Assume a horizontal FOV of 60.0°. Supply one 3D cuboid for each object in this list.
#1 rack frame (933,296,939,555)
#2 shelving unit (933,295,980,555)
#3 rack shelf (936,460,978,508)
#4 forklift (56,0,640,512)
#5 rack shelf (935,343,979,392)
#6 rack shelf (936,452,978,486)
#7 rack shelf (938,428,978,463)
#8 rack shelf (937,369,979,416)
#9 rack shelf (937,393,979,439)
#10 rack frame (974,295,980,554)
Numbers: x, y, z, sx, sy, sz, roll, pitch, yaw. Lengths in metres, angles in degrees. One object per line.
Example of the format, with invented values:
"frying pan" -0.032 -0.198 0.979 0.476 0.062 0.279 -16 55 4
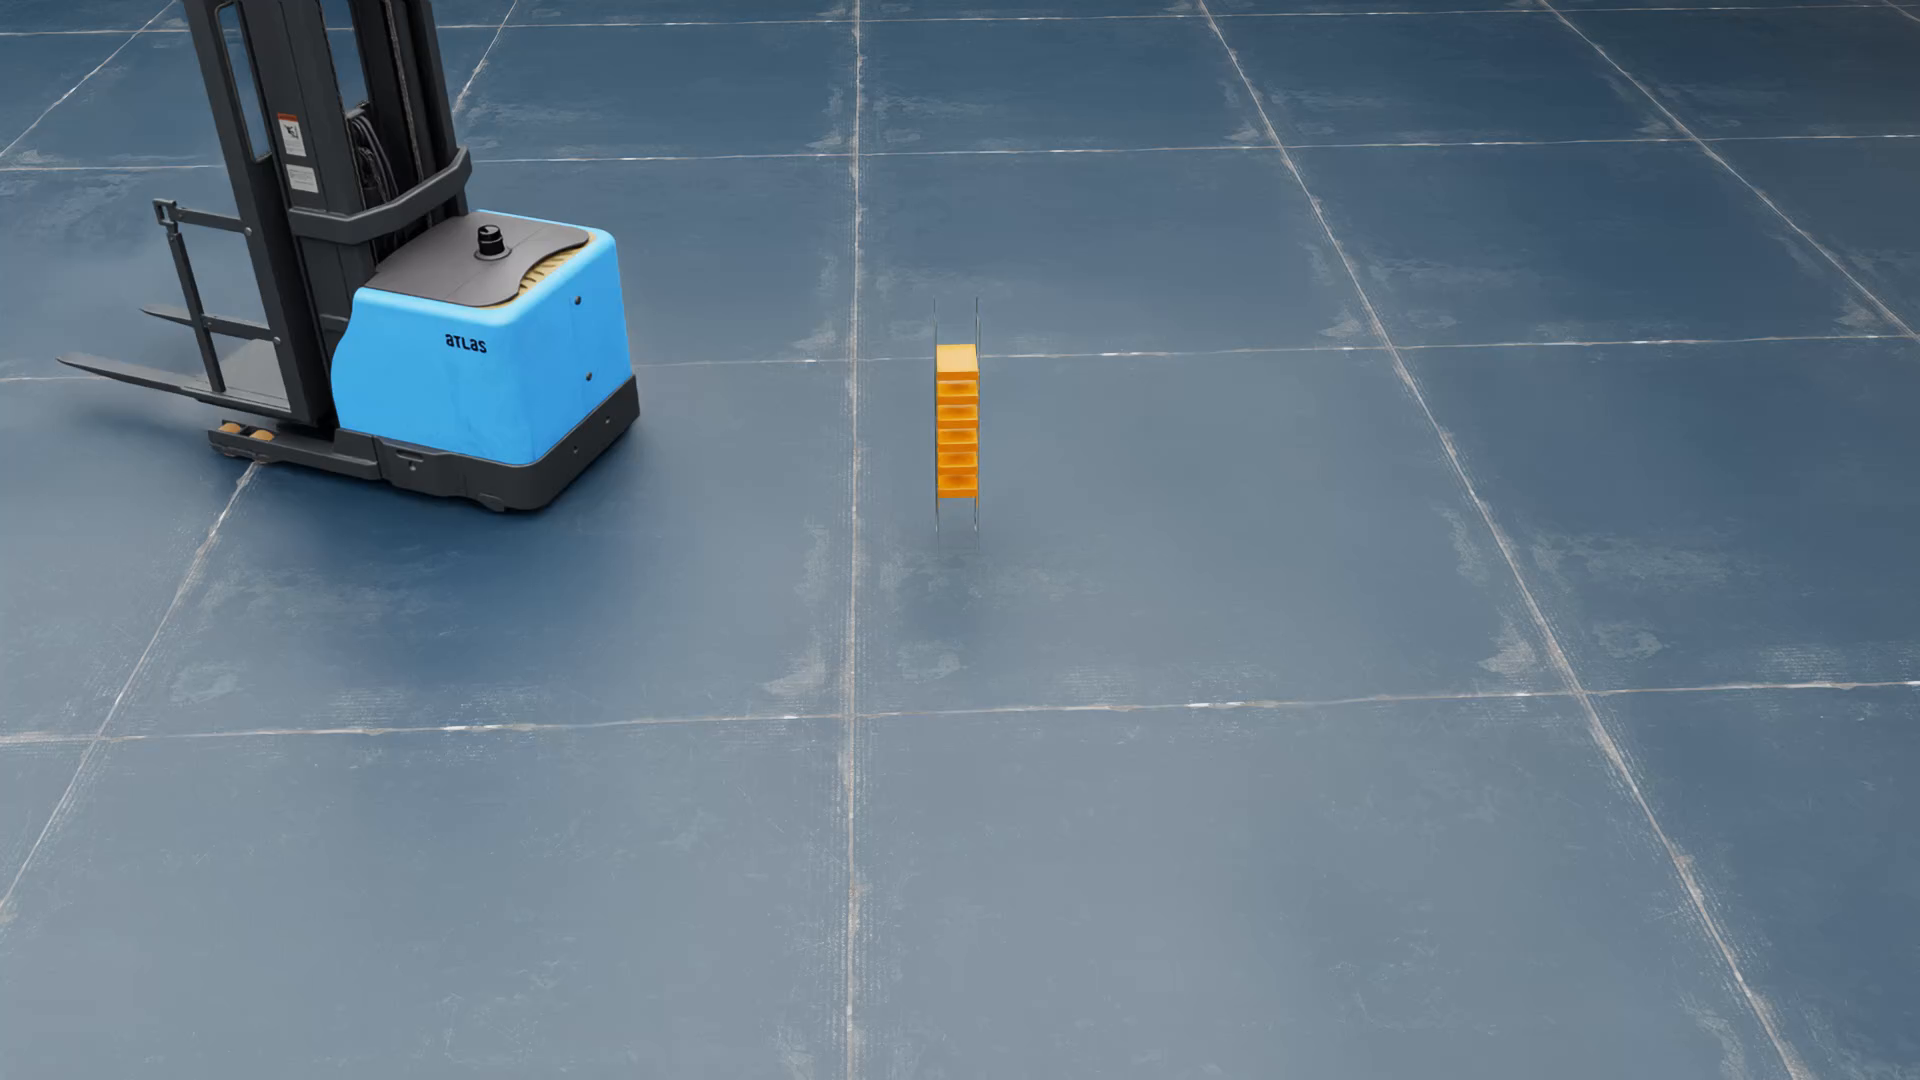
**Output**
"rack frame" -0.106 -0.491 7.404 0.006 1.200 0.240 -2 35 -2
"shelving unit" -0.014 -0.493 7.408 0.189 1.200 0.258 -2 35 -2
"rack shelf" -0.014 -0.259 7.570 0.180 0.103 0.258 -2 35 -2
"forklift" -3.219 -1.852 7.851 3.031 2.935 1.130 12 36 17
"rack shelf" -0.014 -0.752 7.228 0.180 0.103 0.258 -2 35 -2
"rack shelf" -0.014 -0.358 7.502 0.180 0.103 0.258 -2 35 -2
"rack shelf" -0.014 -0.456 7.433 0.180 0.103 0.258 -2 35 -2
"rack shelf" -0.014 -0.654 7.297 0.180 0.103 0.258 -2 35 -2
"rack shelf" -0.014 -0.555 7.365 0.180 0.103 0.258 -2 35 -2
"rack frame" 0.077 -0.495 7.412 0.006 1.200 0.240 -2 35 -2
